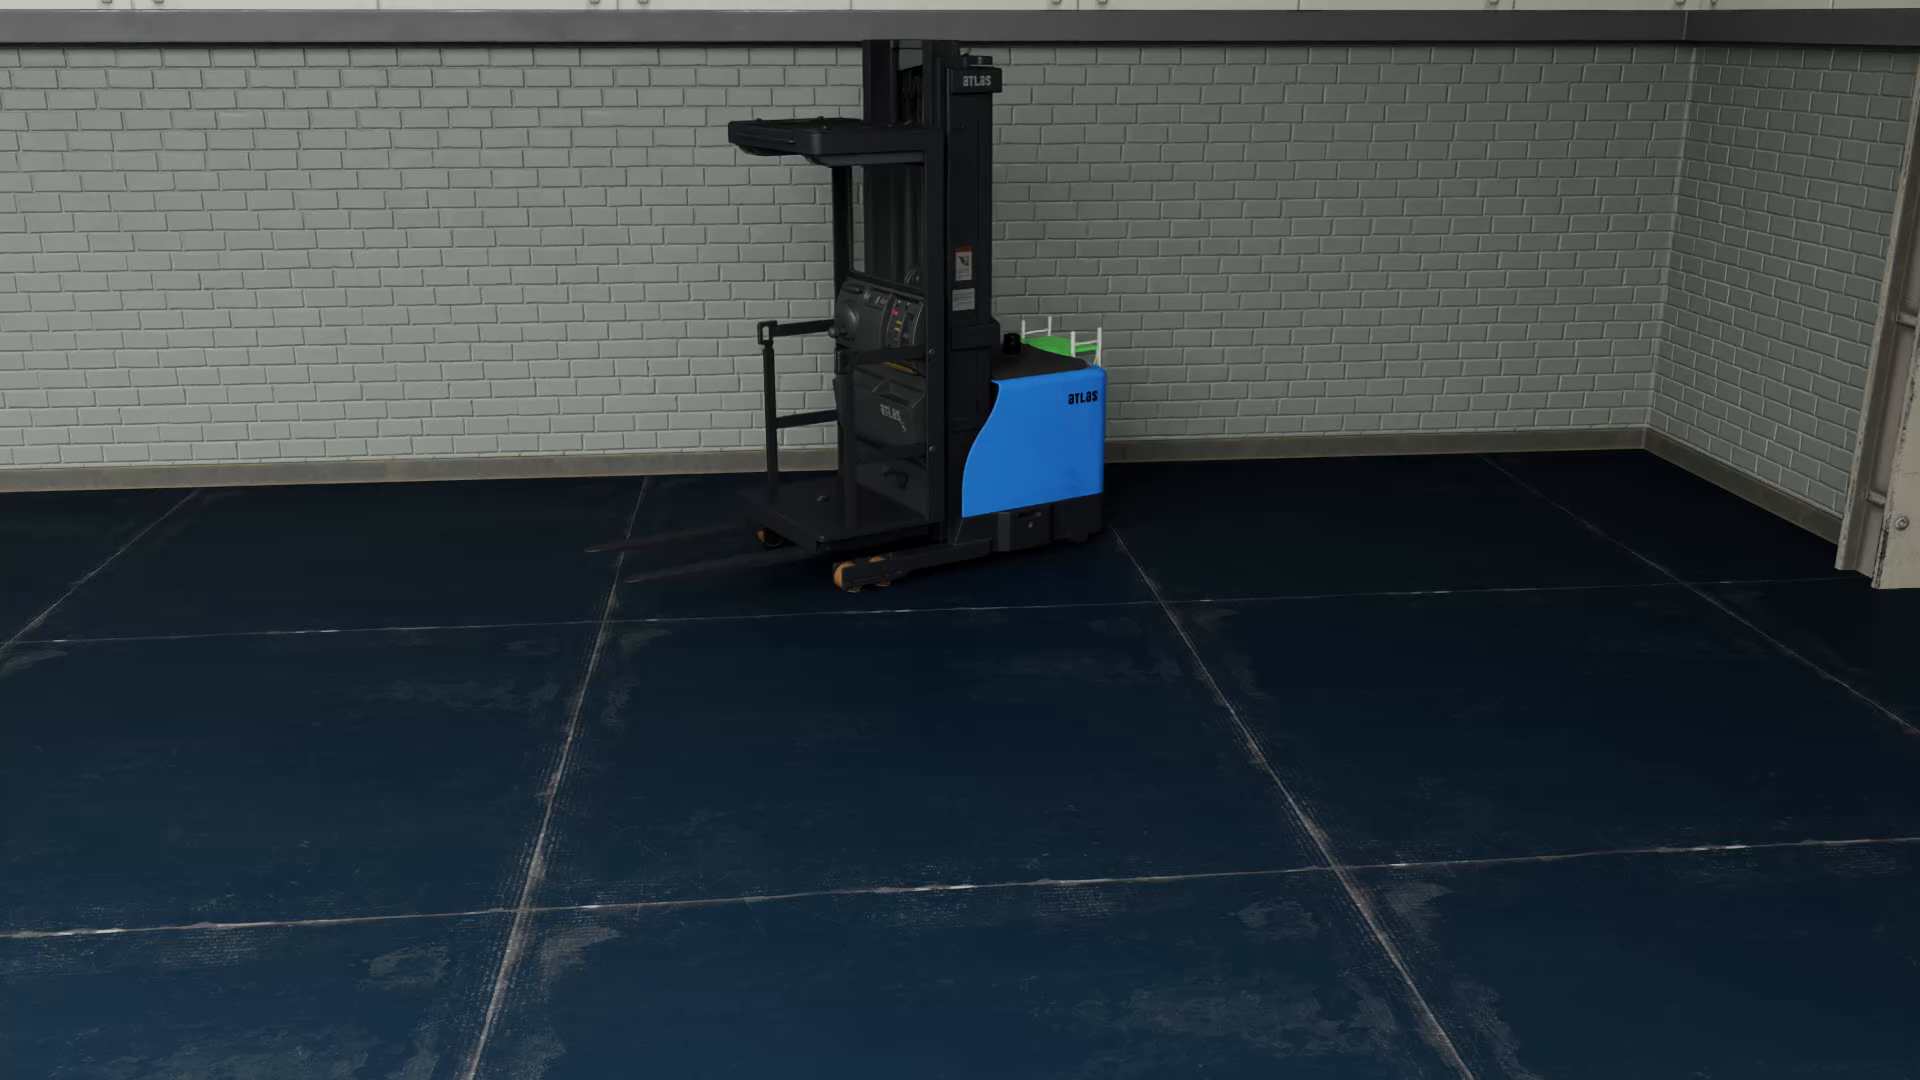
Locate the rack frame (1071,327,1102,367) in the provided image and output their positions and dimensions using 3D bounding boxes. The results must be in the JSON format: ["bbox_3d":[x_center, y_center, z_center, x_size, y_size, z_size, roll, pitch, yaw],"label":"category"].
[{"bbox_3d":[0.787,-0.737,10.521,0.240,1.200,0.015,-13,22,-35],"label":"rack frame"}]

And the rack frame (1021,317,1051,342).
[{"bbox_3d":[0.492,-0.853,10.892,0.240,1.200,0.015,-13,22,-35],"label":"rack frame"}]

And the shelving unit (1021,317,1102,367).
[{"bbox_3d":[0.640,-0.795,10.707,0.258,1.200,0.503,-13,22,-35],"label":"shelving unit"}]

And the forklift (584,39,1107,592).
[{"bbox_3d":[-0.636,-1.287,9.384,3.031,2.935,1.130,-11,20,-30],"label":"forklift"}]

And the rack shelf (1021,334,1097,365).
[{"bbox_3d":[0.640,-1.192,10.582,0.258,0.148,0.480,-13,22,-35],"label":"rack shelf"}]

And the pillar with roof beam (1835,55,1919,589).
[{"bbox_3d":[0.979,-3.950,7.736,9.100,9.000,0.400,-2,18,-6],"label":"pillar with roof beam"}]
